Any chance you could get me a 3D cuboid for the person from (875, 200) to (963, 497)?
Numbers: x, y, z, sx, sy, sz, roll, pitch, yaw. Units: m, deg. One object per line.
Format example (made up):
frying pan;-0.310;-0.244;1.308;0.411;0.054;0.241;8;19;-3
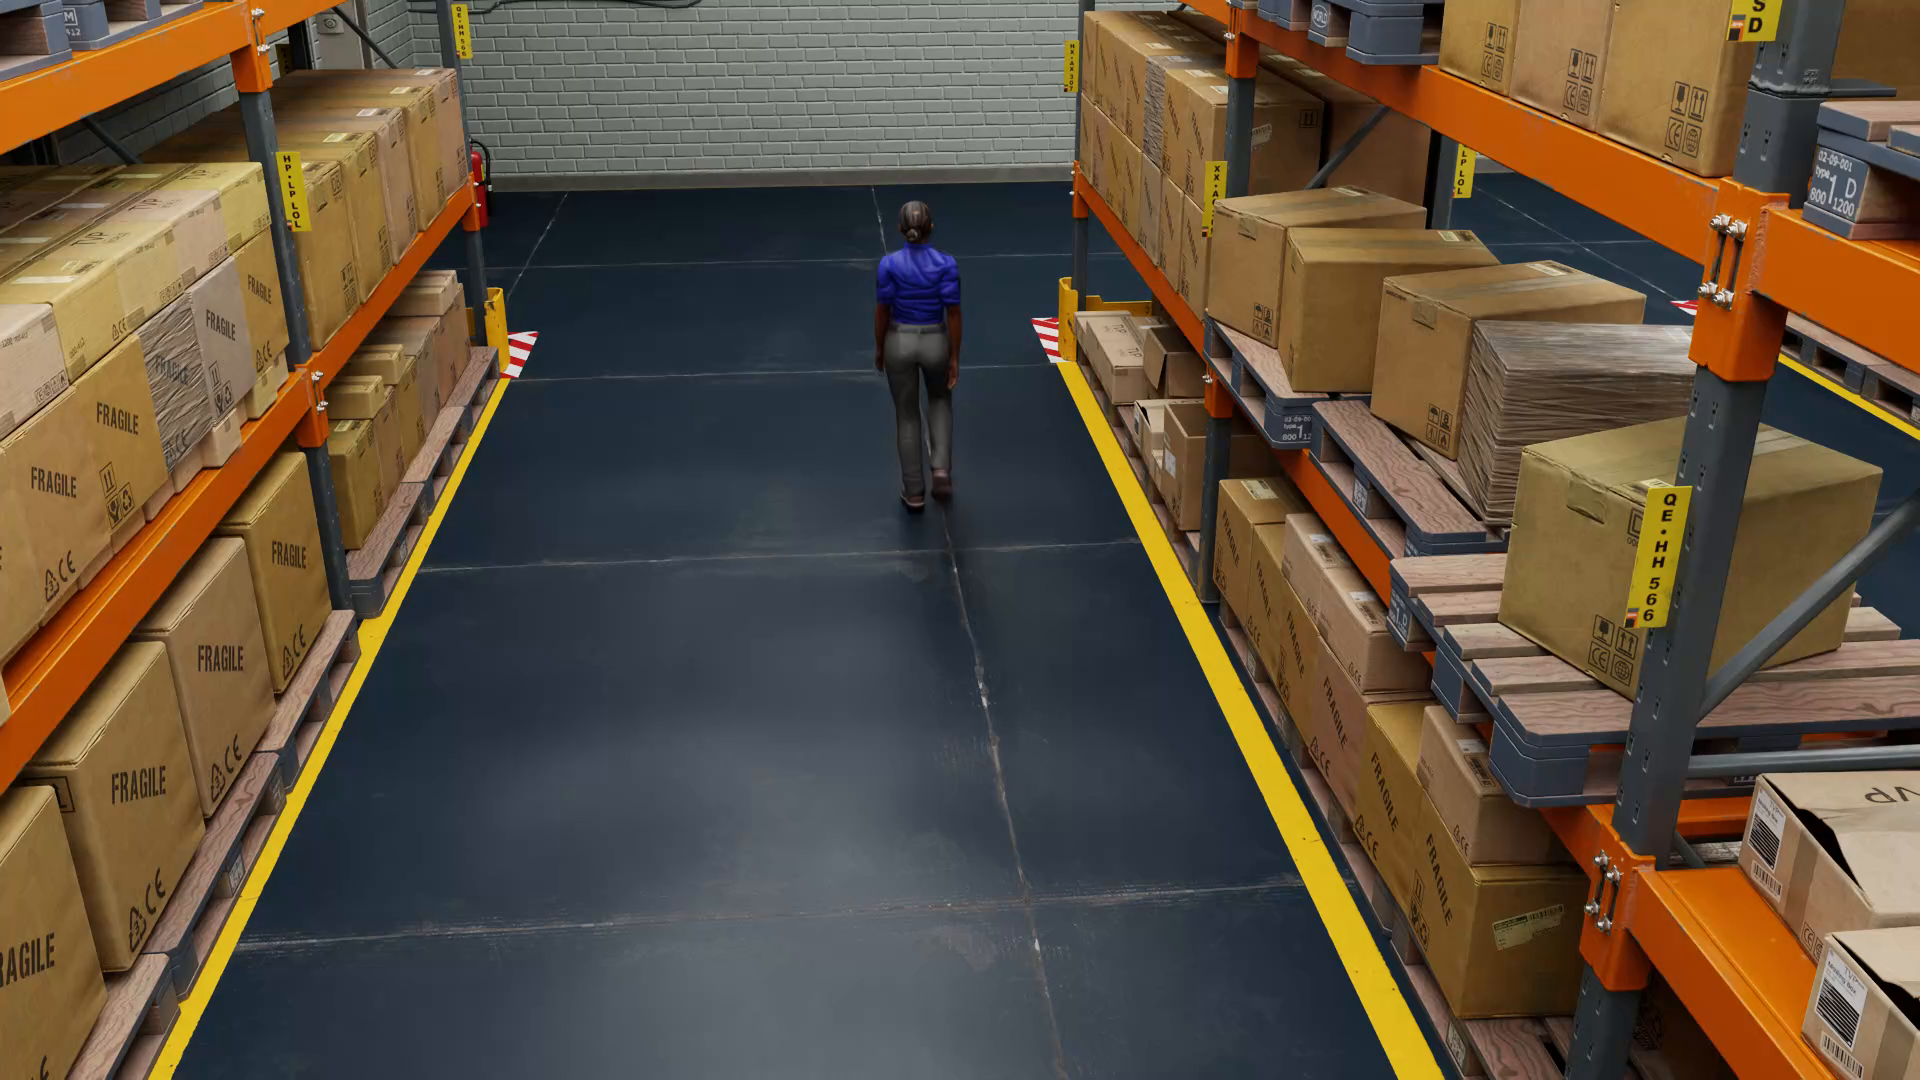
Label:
person;-0.225;-1.027;8.797;0.447;1.562;0.454;-3;24;-6
